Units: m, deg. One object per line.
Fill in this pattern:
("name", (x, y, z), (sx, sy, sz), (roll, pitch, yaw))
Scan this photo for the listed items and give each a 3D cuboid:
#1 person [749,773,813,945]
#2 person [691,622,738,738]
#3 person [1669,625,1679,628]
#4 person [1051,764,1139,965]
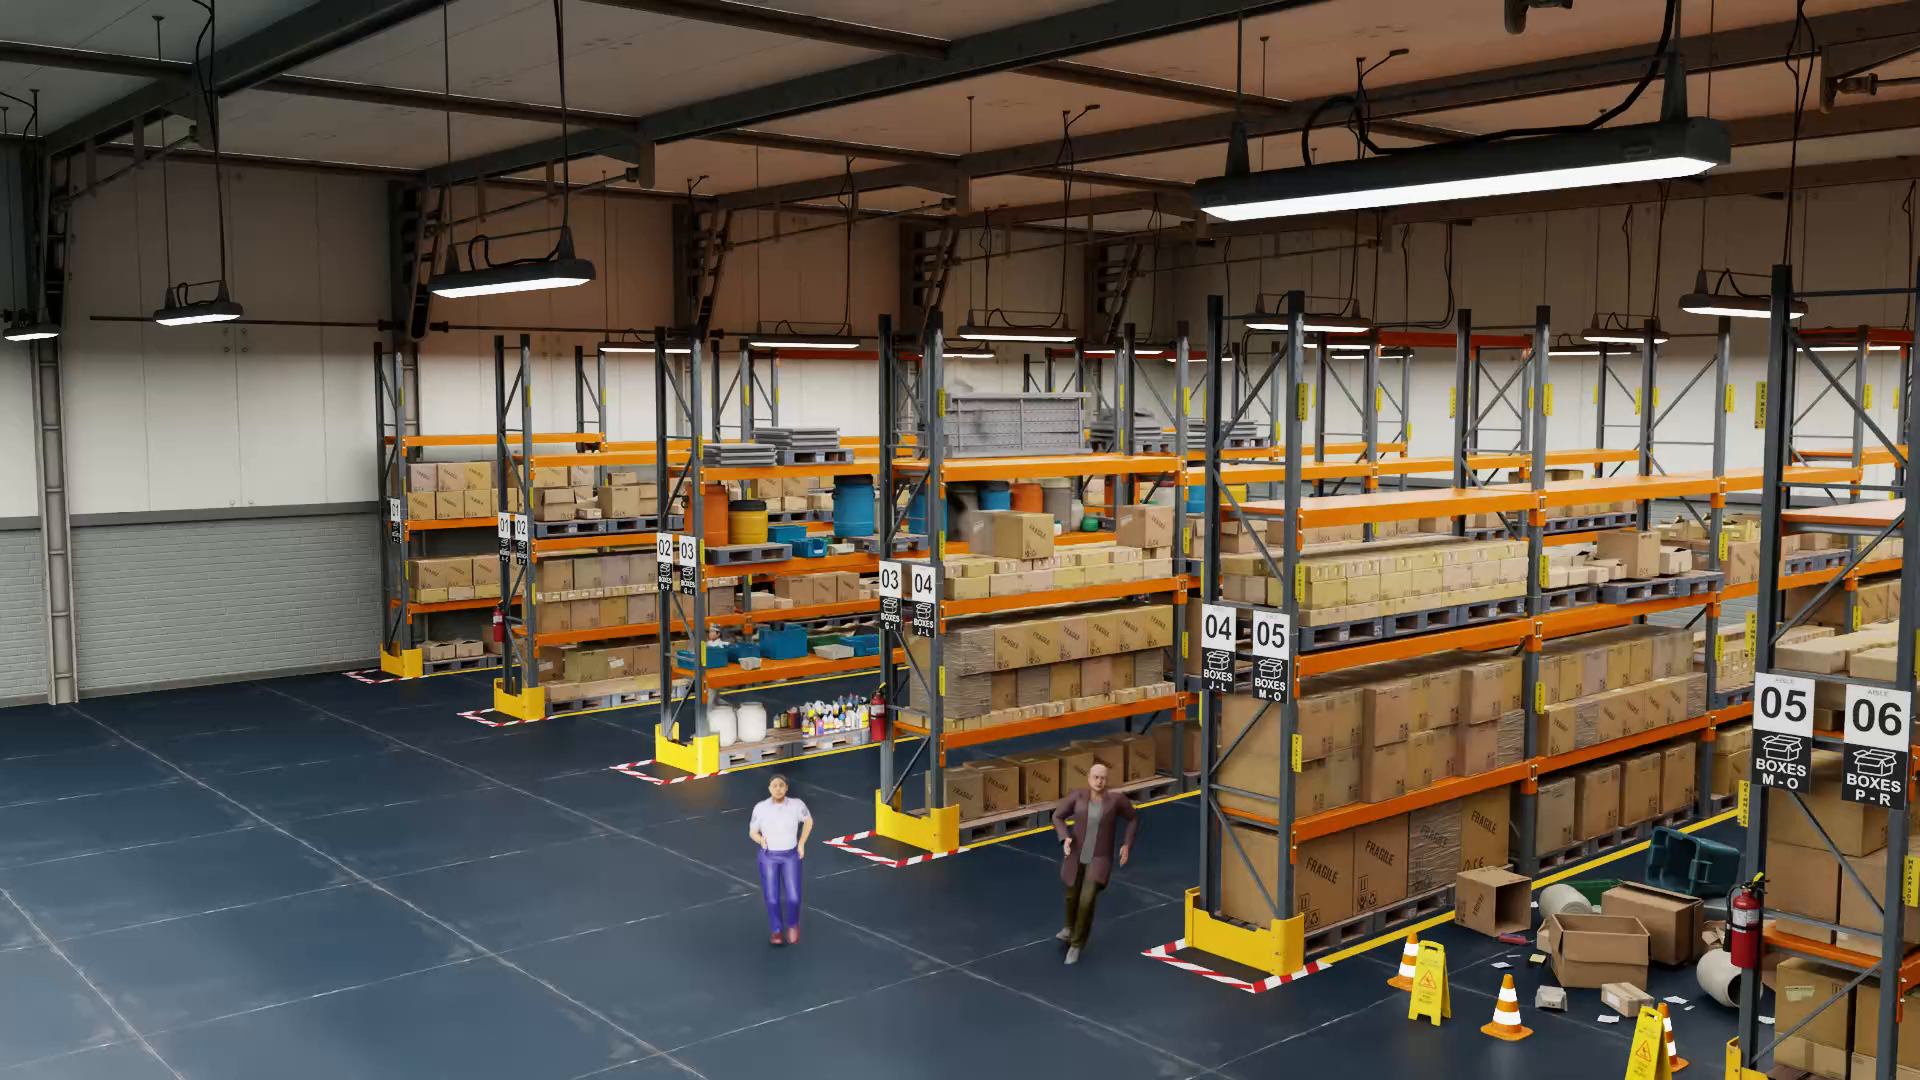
("person", (-1.650, 2.963, 15.326), (0.582, 1.615, 0.605), (0, 5, -4))
("person", (-3.626, 2.052, 24.715), (0.939, 1.679, 0.611), (-5, 7, -41))
("person", (10.348, 2.108, 24.072), (0.921, 1.777, 0.718), (-4, 7, -39))
("person", (1.211, 2.937, 15.164), (0.770, 1.816, 0.738), (2, 5, 18))
